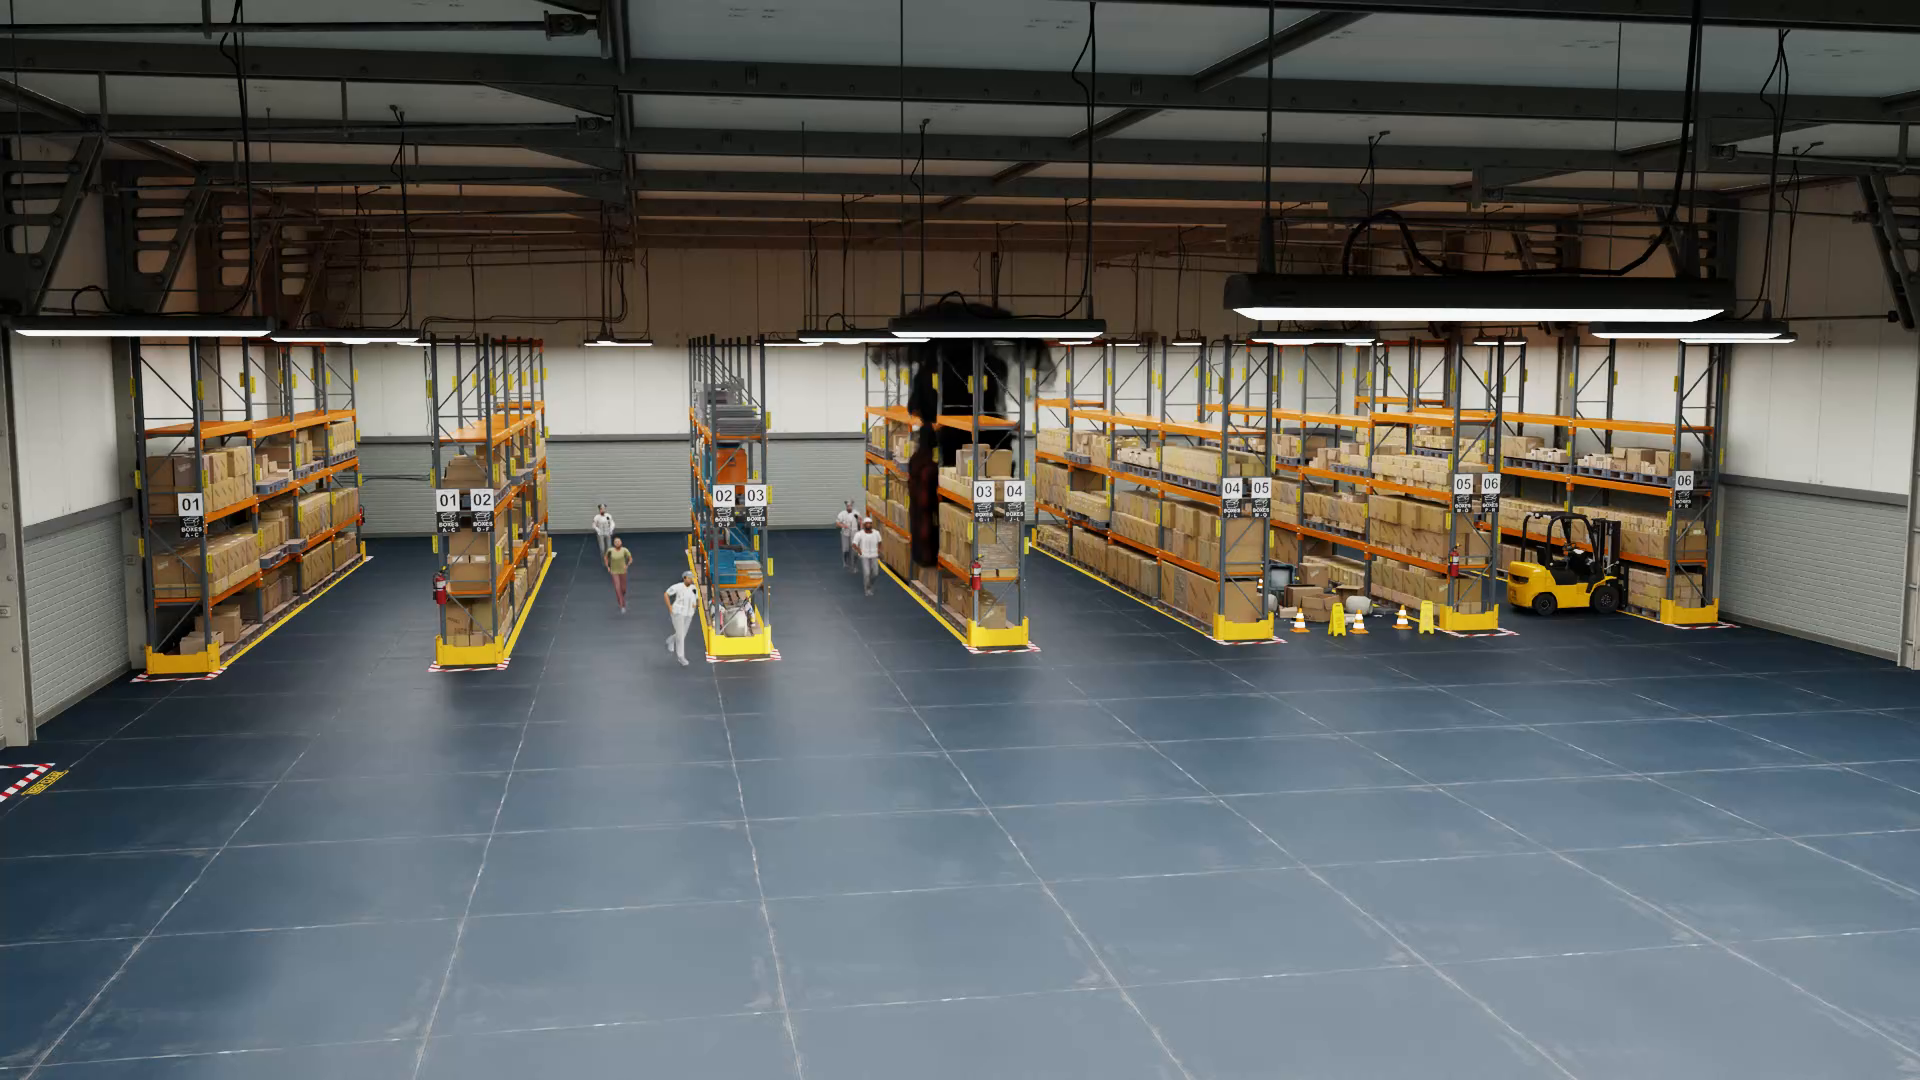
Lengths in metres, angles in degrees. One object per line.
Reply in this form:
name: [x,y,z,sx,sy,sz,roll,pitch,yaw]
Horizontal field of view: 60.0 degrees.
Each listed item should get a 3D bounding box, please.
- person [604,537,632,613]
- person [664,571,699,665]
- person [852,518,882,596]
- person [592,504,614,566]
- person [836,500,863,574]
person: [-7.487,0.740,36.491,0.603,1.653,0.840,-1,7,-12]
person: [-5.063,1.386,30.477,0.631,1.652,0.903,-6,9,-42]
person: [-2.019,0.369,36.743,0.696,1.735,0.558,-2,7,-18]
person: [-9.398,-0.138,43.948,0.589,1.653,0.528,-2,7,-19]
person: [-2.740,-0.095,41.398,0.683,1.839,0.784,-1,7,-10]
